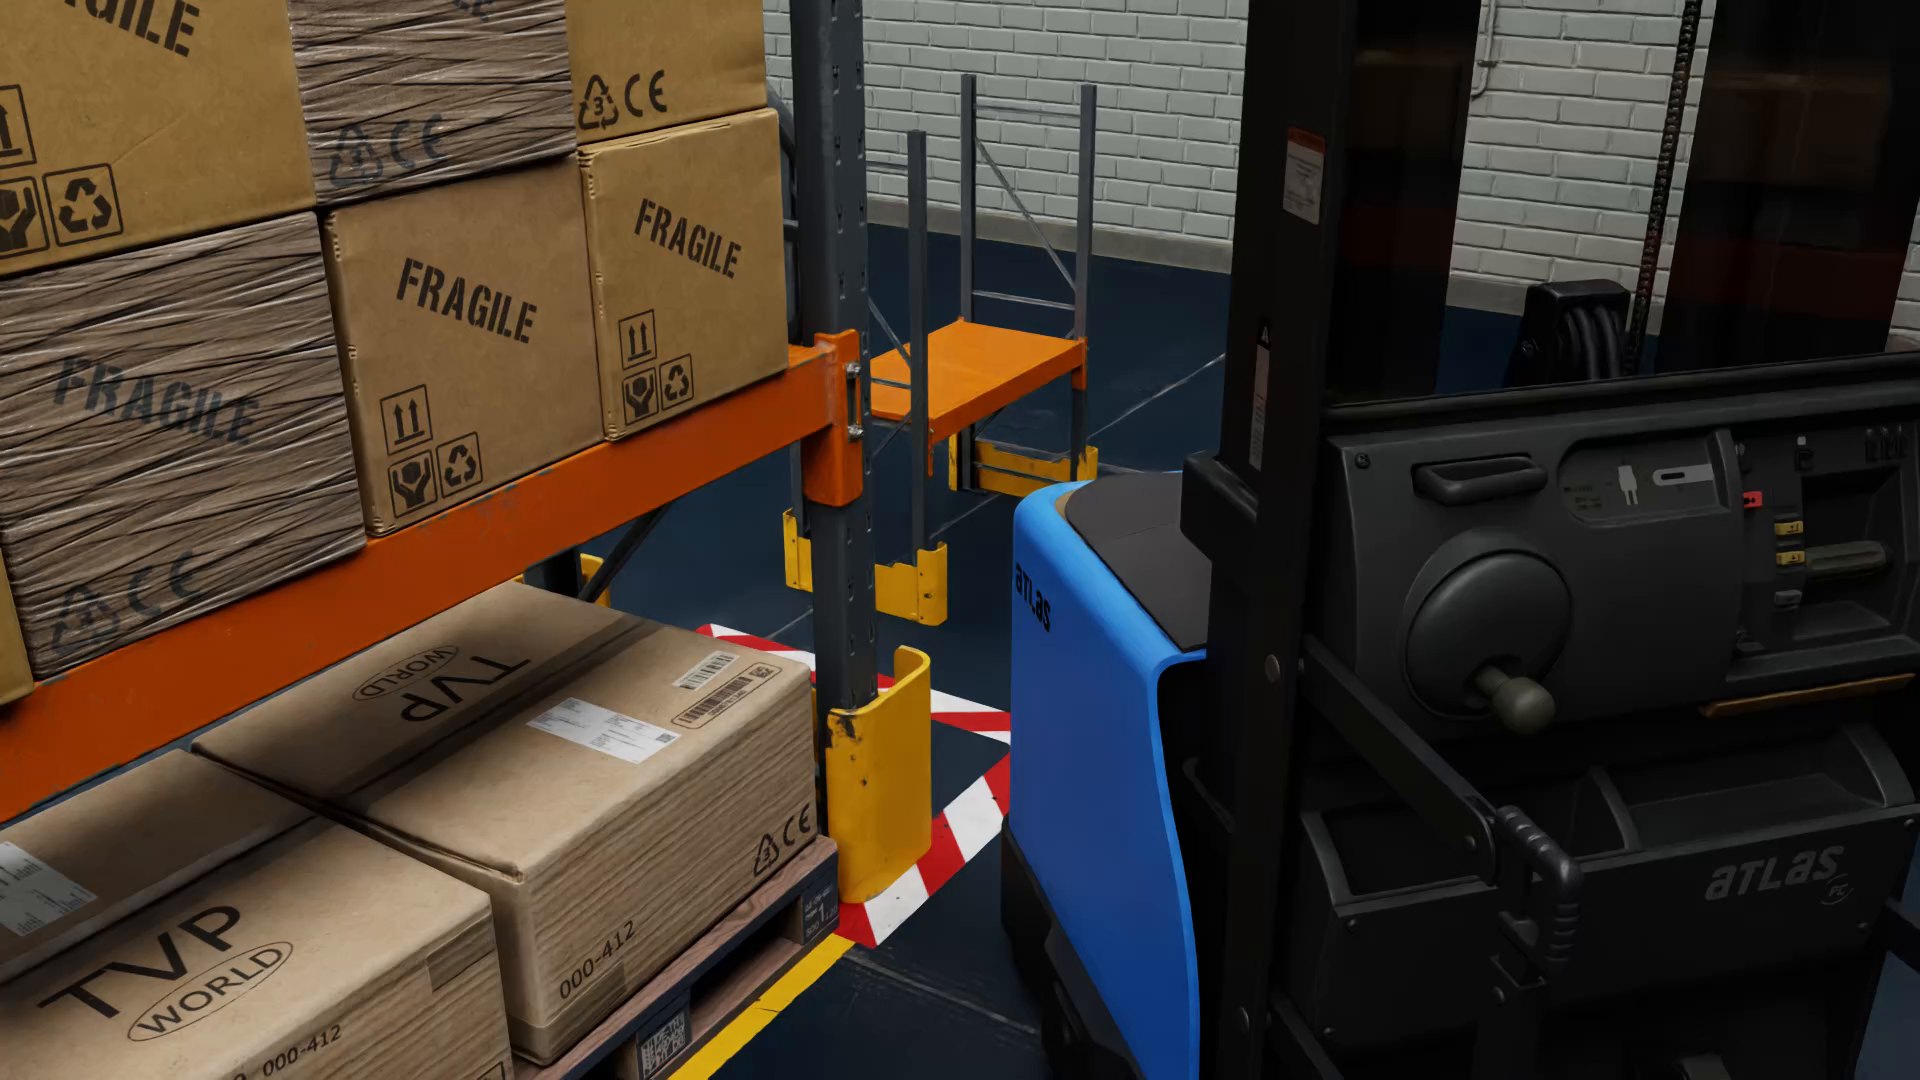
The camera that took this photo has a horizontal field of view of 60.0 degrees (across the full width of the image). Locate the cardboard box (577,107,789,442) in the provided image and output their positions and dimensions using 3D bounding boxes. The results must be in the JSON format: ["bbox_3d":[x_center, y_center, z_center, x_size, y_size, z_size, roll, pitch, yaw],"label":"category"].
[{"bbox_3d":[-0.673,-0.531,3.075,0.500,0.500,0.500,14,27,29],"label":"cardboard box"}]

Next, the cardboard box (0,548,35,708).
[{"bbox_3d":[-1.475,-0.012,1.876,0.500,0.500,0.500,15,27,30],"label":"cardboard box"}]

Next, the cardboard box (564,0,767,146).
[{"bbox_3d":[-0.696,-0.995,2.889,0.500,0.500,0.500,15,28,31],"label":"cardboard box"}]

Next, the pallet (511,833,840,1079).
[{"bbox_3d":[-0.999,0.863,3.491,1.003,0.211,1.213,14,27,29],"label":"pallet"}]

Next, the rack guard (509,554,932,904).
[{"bbox_3d":[-0.631,0.436,4.114,1.175,0.500,0.348,14,27,29],"label":"rack guard"}]

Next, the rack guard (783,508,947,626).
[{"bbox_3d":[-0.303,0.079,5.253,0.587,0.250,0.087,14,27,29],"label":"rack guard"}]

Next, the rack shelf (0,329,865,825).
[{"bbox_3d":[-1.699,0.302,2.182,1.077,0.370,4.000,14,27,29],"label":"rack shelf"}]

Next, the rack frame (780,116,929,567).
[{"bbox_3d":[-0.313,-0.488,4.989,0.500,1.500,0.032,14,27,29],"label":"rack frame"}]

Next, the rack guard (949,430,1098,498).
[{"bbox_3d":[0.222,-0.257,6.029,0.587,0.250,0.087,14,27,29],"label":"rack guard"}]

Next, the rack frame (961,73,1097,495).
[{"bbox_3d":[0.223,-0.831,5.782,0.500,1.500,0.032,14,27,29],"label":"rack frame"}]

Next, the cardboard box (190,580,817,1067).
[{"bbox_3d":[-0.907,0.524,3.461,0.875,0.438,0.875,13,27,27],"label":"cardboard box"}]

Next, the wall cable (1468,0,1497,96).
[{"bbox_3d":[2.311,-3.092,7.798,0.585,1.953,0.123,14,27,29],"label":"wall cable"}]

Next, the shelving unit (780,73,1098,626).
[{"bbox_3d":[-0.040,-0.663,5.393,0.587,1.500,1.083,14,27,29],"label":"shelving unit"}]

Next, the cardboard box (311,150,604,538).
[{"bbox_3d":[-0.951,-0.365,2.691,0.500,0.500,0.500,13,27,28],"label":"cardboard box"}]

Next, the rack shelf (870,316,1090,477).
[{"bbox_3d":[-0.045,-0.494,5.457,0.538,0.185,1.000,14,27,29],"label":"rack shelf"}]

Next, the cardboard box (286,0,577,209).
[{"bbox_3d":[-0.946,-0.813,2.467,0.500,0.500,0.500,14,27,29],"label":"cardboard box"}]

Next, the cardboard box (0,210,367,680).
[{"bbox_3d":[-1.214,-0.189,2.285,0.500,0.500,0.500,15,27,30],"label":"cardboard box"}]

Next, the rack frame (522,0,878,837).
[{"bbox_3d":[-0.644,-0.703,3.599,1.000,3.000,0.127,14,27,29],"label":"rack frame"}]

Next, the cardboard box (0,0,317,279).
[{"bbox_3d":[-1.210,-0.647,2.083,0.500,0.500,0.500,14,27,29],"label":"cardboard box"}]

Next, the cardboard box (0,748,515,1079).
[{"bbox_3d":[-1.383,0.834,2.744,0.875,0.438,0.875,15,27,30],"label":"cardboard box"}]

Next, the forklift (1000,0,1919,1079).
[{"bbox_3d":[0.977,0.044,1.959,1.130,2.935,3.031,-6,24,-14],"label":"forklift"}]
